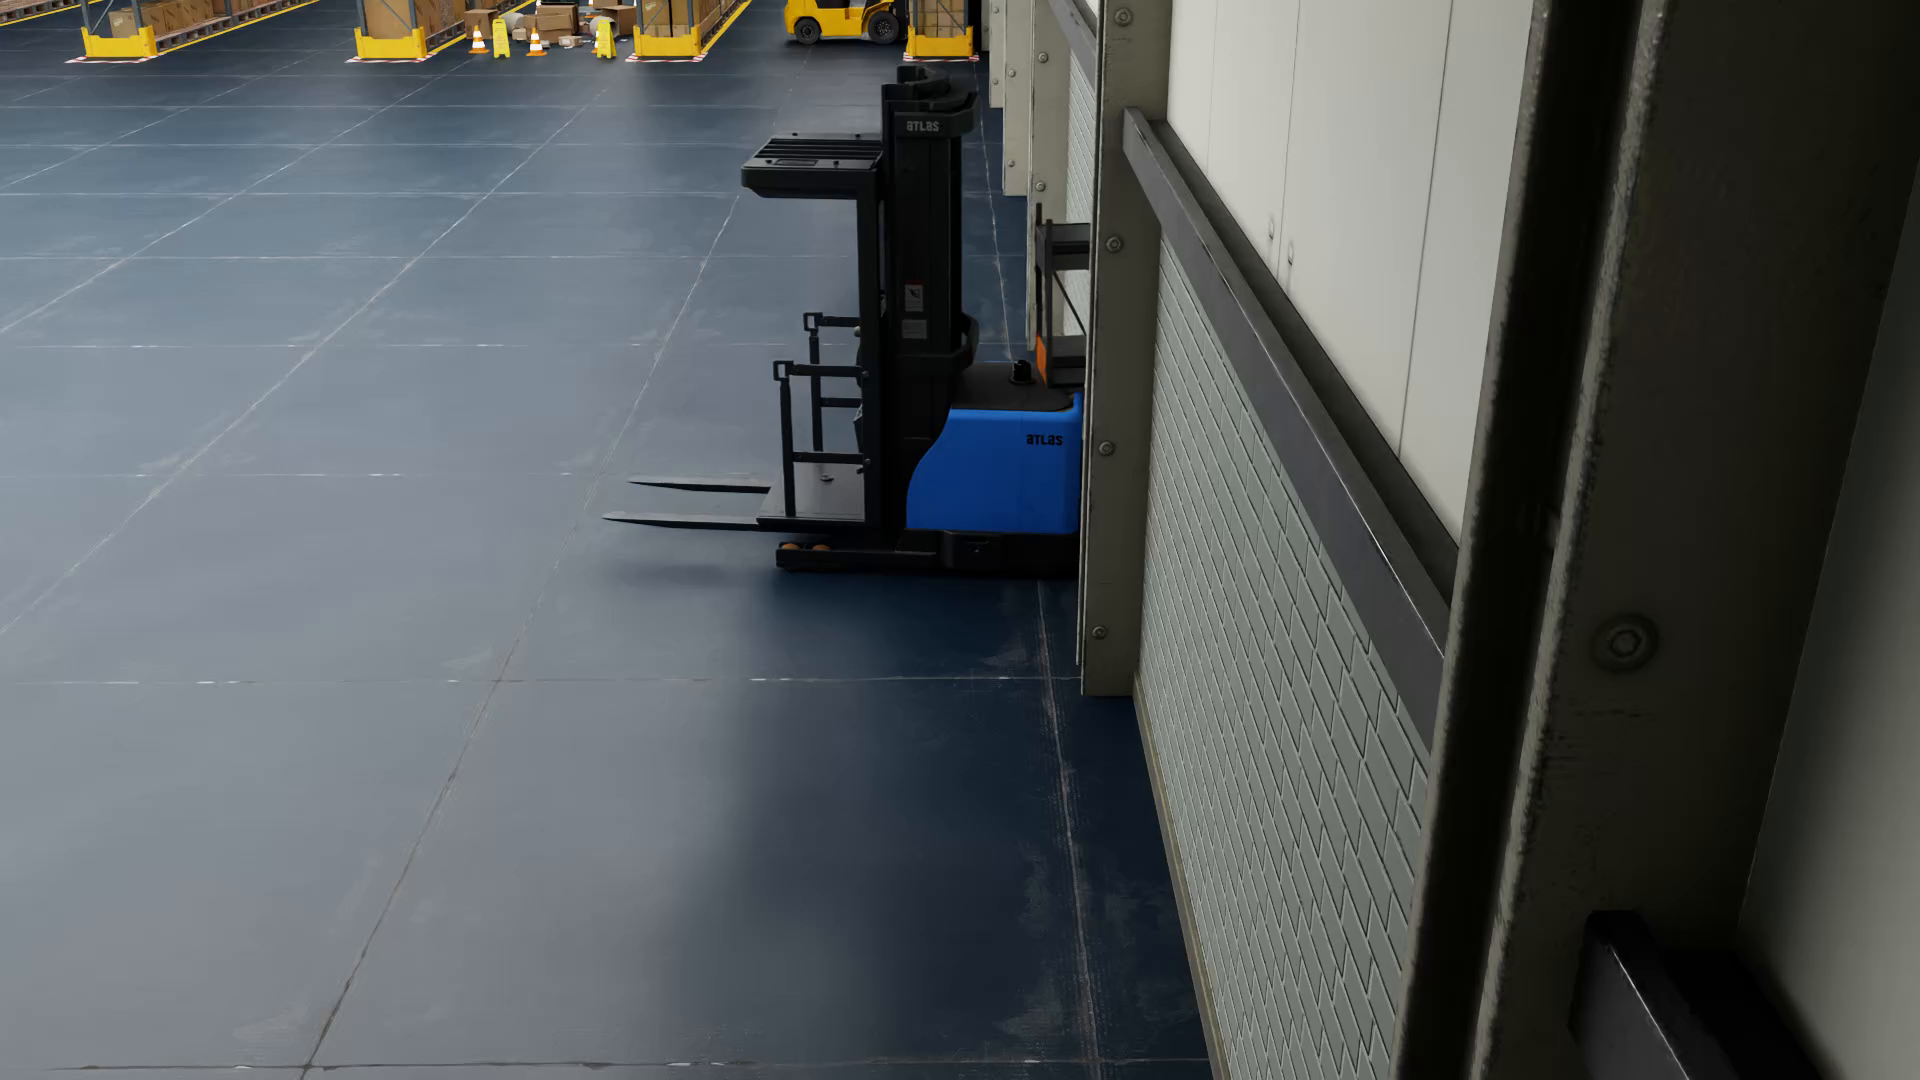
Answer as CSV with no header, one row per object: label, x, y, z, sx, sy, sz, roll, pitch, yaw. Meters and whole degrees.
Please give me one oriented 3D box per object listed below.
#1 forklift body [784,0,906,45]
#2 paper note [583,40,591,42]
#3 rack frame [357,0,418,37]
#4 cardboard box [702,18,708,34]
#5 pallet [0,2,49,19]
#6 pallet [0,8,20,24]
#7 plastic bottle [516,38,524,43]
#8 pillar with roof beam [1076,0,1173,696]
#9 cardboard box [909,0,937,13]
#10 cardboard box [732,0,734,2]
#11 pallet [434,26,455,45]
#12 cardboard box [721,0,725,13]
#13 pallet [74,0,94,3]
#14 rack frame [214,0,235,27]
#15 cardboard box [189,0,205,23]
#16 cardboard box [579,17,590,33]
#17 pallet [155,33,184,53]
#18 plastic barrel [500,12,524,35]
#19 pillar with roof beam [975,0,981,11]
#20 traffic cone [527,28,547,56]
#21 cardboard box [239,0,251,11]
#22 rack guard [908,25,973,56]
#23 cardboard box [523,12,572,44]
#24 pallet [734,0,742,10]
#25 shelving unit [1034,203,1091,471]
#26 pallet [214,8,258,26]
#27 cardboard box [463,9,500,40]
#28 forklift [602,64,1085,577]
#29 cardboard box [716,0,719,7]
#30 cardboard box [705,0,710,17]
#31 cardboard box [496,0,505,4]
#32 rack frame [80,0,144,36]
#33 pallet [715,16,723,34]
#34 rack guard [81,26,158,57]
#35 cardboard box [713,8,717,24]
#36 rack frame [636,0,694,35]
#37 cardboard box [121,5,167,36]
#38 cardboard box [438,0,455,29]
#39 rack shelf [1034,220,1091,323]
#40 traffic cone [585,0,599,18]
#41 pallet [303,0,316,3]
forklift body,-2.196,-10.600,31.578,2.313,2.155,1.214,0,24,-1
paper note,-7.174,-9.563,31.872,0.148,0.019,0.142,8,26,18
rack frame,-10.263,-10.126,29.500,1.000,3.000,0.127,0,24,-1
cardboard box,-5.044,-9.673,31.324,0.500,0.250,0.500,1,24,1
pallet,-20.283,-11.328,35.542,1.003,0.211,1.213,0,24,-1
pallet,-20.267,-10.825,34.427,1.003,0.211,1.213,0,24,-1
plastic bottle,-8.421,-9.552,31.795,0.133,0.061,0.283,-9,26,-19
pillar with roof beam,-3.500,-3.330,7.192,9.100,9.000,0.400,0,24,-1
cardboard box,-0.668,-9.796,30.384,0.500,0.250,0.500,1,24,1
cardboard box,-5.389,-11.944,36.198,0.950,0.372,0.625,-1,24,-2
pallet,-10.360,-9.686,31.911,1.003,0.211,1.213,0,24,-1
cardboard box,-5.366,-11.049,34.218,0.950,0.372,0.625,0,24,0
pallet,-20.314,-12.474,38.074,1.003,0.211,1.213,0,24,-1
rack frame,-15.267,-11.794,33.187,1.000,3.000,0.127,0,24,-1
cardboard box,-15.289,-10.445,32.729,0.500,0.500,0.500,8,25,16
cardboard box,-7.495,-10.247,33.085,0.258,0.266,0.396,-19,31,-36
pallet,-15.198,-9.241,30.927,1.003,0.211,1.213,0,24,-1
plastic barrel,-8.760,-10.140,32.657,0.512,0.421,0.421,19,30,35
pillar with roof beam,-3.827,-15.691,34.524,9.100,9.000,0.400,0,24,-1
traffic cone,-7.715,-9.061,30.222,0.336,0.463,0.334,0,24,-1
cardboard box,-15.239,-11.305,34.606,0.700,0.500,0.500,0,24,-1
rack guard,-0.350,-9.065,30.187,1.175,0.500,0.348,0,24,-1
cardboard box,-7.865,-9.765,31.731,0.797,0.503,0.637,-19,31,-36
pallet,-5.394,-11.894,36.792,1.003,0.211,1.213,0,24,-1
shelving unit,0.707,-1.008,10.352,0.431,2.100,0.503,-3,23,-4
pallet,-15.277,-10.844,34.471,1.003,0.211,1.213,0,24,-1
cardboard box,-9.263,-10.002,32.254,0.500,0.500,0.500,4,25,9
forklift,-0.728,-1.350,10.178,3.031,2.935,1.130,2,24,5
cardboard box,-5.083,-10.876,33.074,0.500,0.500,0.500,-1,24,-1
cardboard box,-5.055,-10.236,31.659,0.500,0.500,0.500,0,24,0
cardboard box,-10.420,-11.978,35.813,1.050,0.750,0.750,0,24,0
rack frame,-15.224,-10.146,29.542,1.000,3.000,0.127,0,24,-1
pallet,-5.315,-10.291,33.248,1.003,0.211,1.213,0,24,-1
rack guard,-15.224,-9.038,30.127,1.175,0.500,0.348,0,24,-1
cardboard box,-5.067,-10.315,32.744,0.500,0.250,0.500,-1,24,-2
rack frame,-5.314,-10.190,29.641,1.000,3.000,0.127,0,24,-1
cardboard box,-15.254,-9.702,31.084,0.500,0.500,0.500,6,25,13
cardboard box,-10.356,-10.367,32.100,0.875,0.875,0.875,0,24,0
rack shelf,0.691,-1.641,10.088,0.431,0.518,0.480,-3,23,-4
traffic cone,-7.774,-11.302,35.178,0.336,0.463,0.334,0,24,-1
pallet,-15.244,-12.497,38.125,1.003,0.211,1.213,0,24,-1
